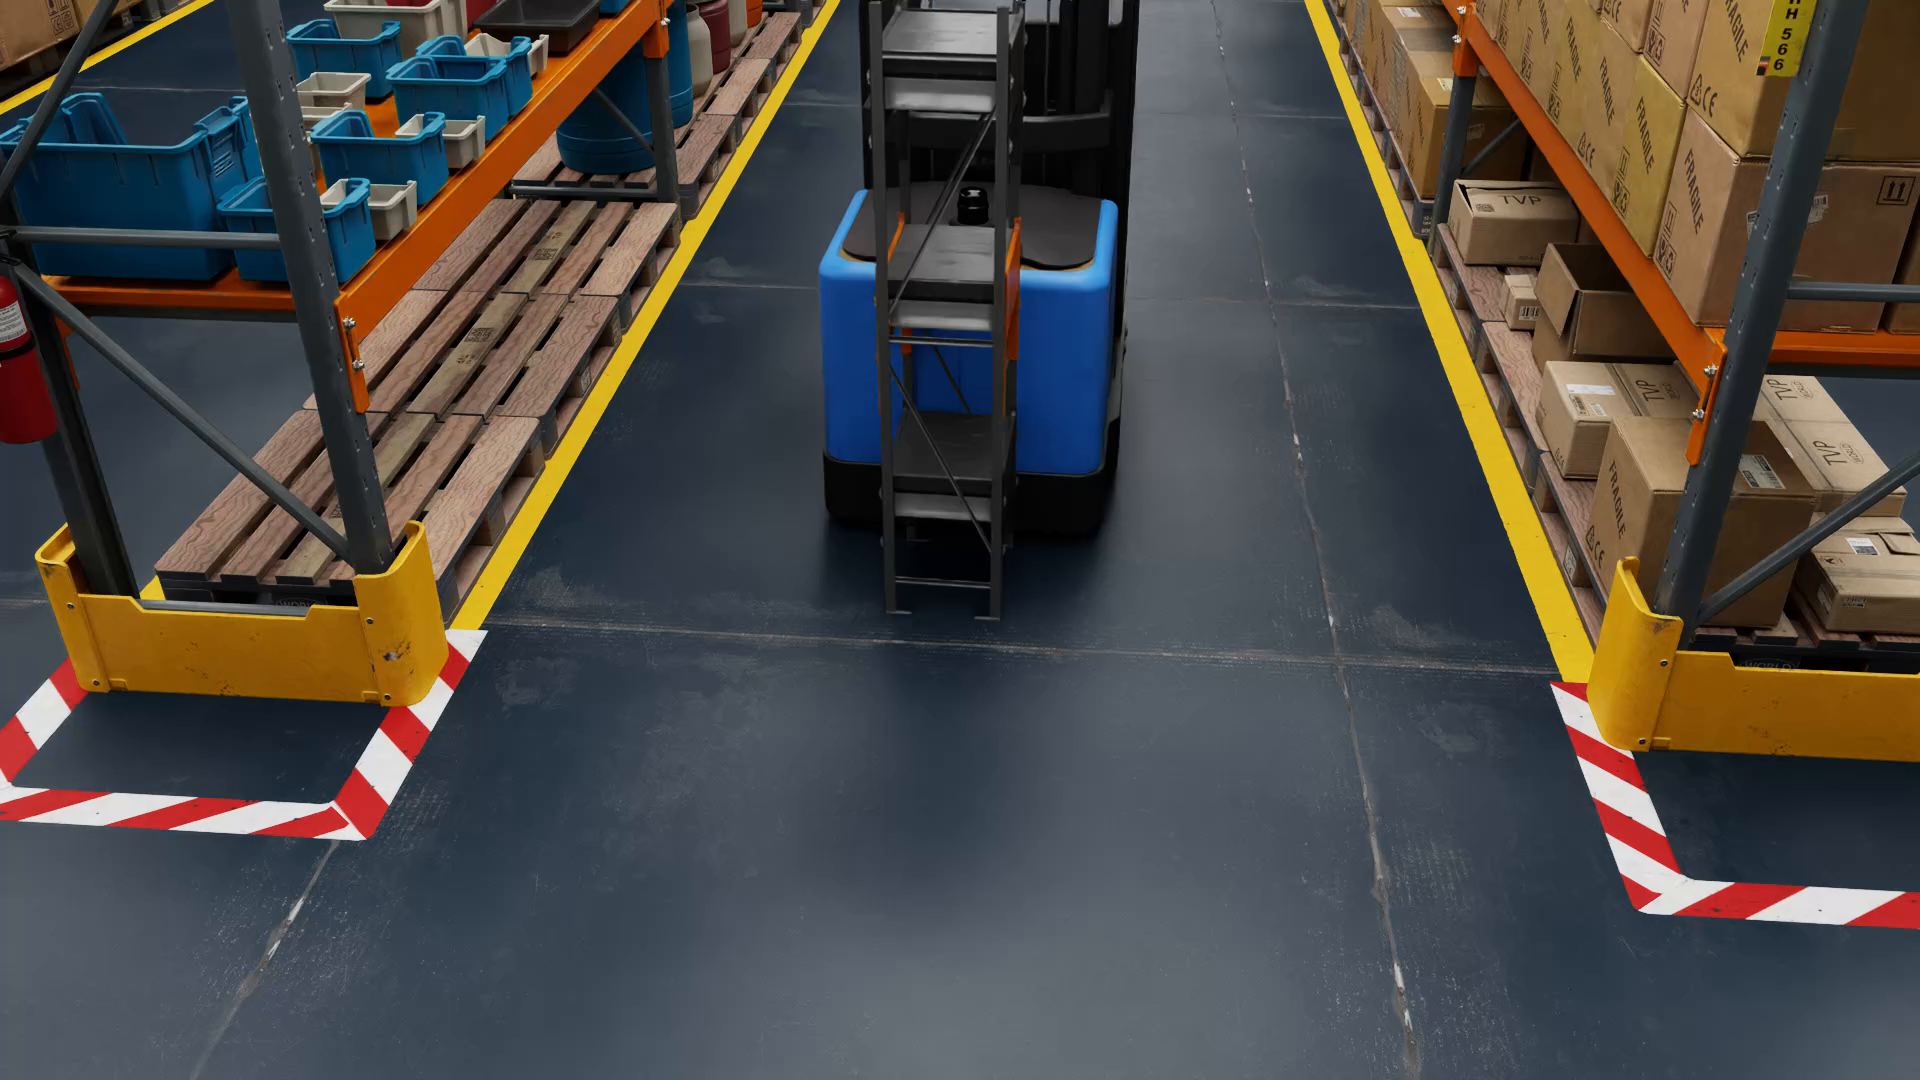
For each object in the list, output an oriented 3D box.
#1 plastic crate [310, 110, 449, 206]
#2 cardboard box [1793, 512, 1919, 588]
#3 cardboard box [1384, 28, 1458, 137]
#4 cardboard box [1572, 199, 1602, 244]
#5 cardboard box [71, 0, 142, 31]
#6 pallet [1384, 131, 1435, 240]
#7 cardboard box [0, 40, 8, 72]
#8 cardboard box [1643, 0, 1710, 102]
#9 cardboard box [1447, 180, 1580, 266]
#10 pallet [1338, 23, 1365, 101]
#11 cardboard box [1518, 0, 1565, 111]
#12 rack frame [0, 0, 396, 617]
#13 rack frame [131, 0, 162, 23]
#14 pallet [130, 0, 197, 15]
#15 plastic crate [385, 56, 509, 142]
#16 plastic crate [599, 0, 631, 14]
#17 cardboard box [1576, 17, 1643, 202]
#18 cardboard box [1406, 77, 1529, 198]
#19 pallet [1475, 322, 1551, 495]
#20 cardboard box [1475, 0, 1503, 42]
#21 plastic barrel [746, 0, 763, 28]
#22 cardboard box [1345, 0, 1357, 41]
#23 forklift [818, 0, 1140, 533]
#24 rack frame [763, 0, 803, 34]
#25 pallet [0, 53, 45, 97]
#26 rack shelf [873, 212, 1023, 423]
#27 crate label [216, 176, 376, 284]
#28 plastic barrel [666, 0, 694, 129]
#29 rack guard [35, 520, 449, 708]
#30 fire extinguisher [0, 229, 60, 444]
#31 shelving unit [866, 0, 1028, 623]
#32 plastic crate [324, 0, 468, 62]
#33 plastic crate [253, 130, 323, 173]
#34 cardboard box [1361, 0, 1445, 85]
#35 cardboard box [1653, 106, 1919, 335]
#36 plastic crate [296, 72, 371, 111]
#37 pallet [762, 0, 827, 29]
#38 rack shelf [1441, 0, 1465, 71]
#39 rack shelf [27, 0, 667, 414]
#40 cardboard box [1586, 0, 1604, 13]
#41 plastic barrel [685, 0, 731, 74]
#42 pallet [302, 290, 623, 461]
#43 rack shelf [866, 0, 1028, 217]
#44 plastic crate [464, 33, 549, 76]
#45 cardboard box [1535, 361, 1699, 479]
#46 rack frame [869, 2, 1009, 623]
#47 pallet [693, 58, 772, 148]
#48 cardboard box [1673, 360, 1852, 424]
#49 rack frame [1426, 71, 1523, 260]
[{"bbox_3d":[-1.925,-1.275,5.562,0.416,0.233,0.300,2,32,4],"label":"plastic crate"},{"bbox_3d":[3.007,0.036,5.614,0.380,0.166,0.250,2,32,4],"label":"cardboard box"},{"bbox_3d":[2.780,-2.653,9.659,0.500,0.500,0.500,3,32,5],"label":"cardboard box"},{"bbox_3d":[3.172,-1.552,7.873,0.500,0.500,0.500,2,32,4],"label":"cardboard box"},{"bbox_3d":[-6.689,-4.170,11.783,1.225,0.875,0.875,1,32,2],"label":"cardboard box"},{"bbox_3d":[2.964,-1.979,9.260,1.003,0.211,1.213,2,32,4],"label":"pallet"},{"bbox_3d":[-6.833,-3.242,10.276,1.225,0.875,0.875,1,32,2],"label":"cardboard box"},{"bbox_3d":[2.413,-1.625,4.979,0.500,0.500,0.500,3,32,5],"label":"cardboard box"},{"bbox_3d":[2.686,-1.572,8.085,0.500,0.311,0.500,2,32,4],"label":"cardboard box"},{"bbox_3d":[3.163,-3.255,11.331,1.003,0.211,1.213,2,32,4],"label":"pallet"},{"bbox_3d":[2.541,-1.998,6.537,0.500,0.500,0.500,2,32,4],"label":"cardboard box"},{"bbox_3d":[-2.327,-0.861,4.789,1.000,3.000,0.127,2,32,4],"label":"rack frame"},{"bbox_3d":[-6.612,-5.256,11.920,1.000,3.000,0.127,2,32,4],"label":"rack frame"},{"bbox_3d":[-6.547,-4.478,13.314,1.003,0.211,1.213,2,32,4],"label":"pallet"},{"bbox_3d":[-1.871,-1.619,6.121,0.416,0.233,0.300,2,32,4],"label":"plastic crate"},{"bbox_3d":[-1.699,-2.713,7.751,0.392,0.384,0.575,2,32,4],"label":"plastic crate"},{"bbox_3d":[2.460,-1.468,5.678,0.500,0.500,0.500,3,32,4],"label":"cardboard box"},{"bbox_3d":[2.690,-2.133,8.815,0.500,0.500,0.500,2,32,4],"label":"cardboard box"},{"bbox_3d":[2.782,-0.553,6.947,1.003,0.211,1.213,2,32,4],"label":"pallet"},{"bbox_3d":[2.623,-2.527,7.396,0.500,0.500,0.500,3,32,5],"label":"cardboard box"},{"bbox_3d":[-1.698,-4.043,11.619,0.600,0.830,0.708,2,32,4],"label":"plastic barrel"},{"bbox_3d":[2.940,-3.728,11.404,0.500,0.500,0.500,4,32,6],"label":"cardboard box"},{"bbox_3d":[0.180,-2.028,6.746,1.130,2.935,3.031,4,32,6],"label":"forklift"},{"bbox_3d":[-1.675,-5.045,11.577,1.000,3.000,0.127,2,32,4],"label":"rack frame"},{"bbox_3d":[-6.853,-3.024,10.955,1.003,0.211,1.213,2,32,4],"label":"pallet"},{"bbox_3d":[-0.030,-0.738,5.472,0.431,0.518,0.480,4,32,6],"label":"rack shelf"},{"bbox_3d":[-1.978,-0.931,5.003,0.416,0.233,0.303,2,32,4],"label":"crate label"},{"bbox_3d":[-1.882,-2.892,9.684,0.600,0.901,0.708,2,32,4],"label":"plastic barrel"},{"bbox_3d":[-2.316,0.216,5.423,1.175,0.500,0.348,2,32,4],"label":"rack guard"},{"bbox_3d":[-2.792,-0.610,4.810,0.296,0.674,0.183,2,32,4],"label":"fire extinguisher"},{"bbox_3d":[-0.030,-0.750,5.465,0.431,2.100,0.503,4,32,6],"label":"shelving unit"},{"bbox_3d":[-2.309,-2.137,6.915,0.437,0.282,0.530,2,32,4],"label":"plastic crate"},{"bbox_3d":[-2.403,-1.360,5.791,0.396,0.136,0.243,2,32,4],"label":"plastic crate"},{"bbox_3d":[2.857,-3.192,10.534,0.500,0.500,0.500,2,32,3],"label":"cardboard box"},{"bbox_3d":[2.375,-0.936,4.815,0.500,0.500,0.500,3,32,5],"label":"cardboard box"},{"bbox_3d":[-2.399,-1.662,6.282,0.298,0.136,0.250,2,32,4],"label":"plastic crate"},{"bbox_3d":[-1.573,-4.261,12.963,1.003,0.211,1.213,2,32,4],"label":"pallet"},{"bbox_3d":[3.099,-3.479,9.722,1.077,0.370,4.000,2,32,4],"label":"rack shelf"},{"bbox_3d":[-2.164,-1.601,6.674,1.077,0.370,4.000,2,32,4],"label":"rack shelf"},{"bbox_3d":[2.492,-2.165,5.855,0.500,0.500,0.500,3,32,6],"label":"cardboard box"},{"bbox_3d":[-1.790,-3.350,10.725,0.600,0.588,0.708,2,32,4],"label":"plastic barrel"},{"bbox_3d":[-2.119,-0.740,7.250,1.003,0.211,1.213,2,32,4],"label":"pallet"},{"bbox_3d":[-0.030,-1.334,5.105,0.431,0.518,0.480,4,32,6],"label":"rack shelf"},{"bbox_3d":[-1.843,-1.943,6.738,0.293,0.136,0.466,2,32,4],"label":"plastic crate"},{"bbox_3d":[2.516,-0.455,6.330,0.500,0.250,0.500,2,32,4],"label":"cardboard box"},{"bbox_3d":[-0.060,-0.623,5.259,0.400,2.100,0.015,4,32,6],"label":"rack frame"},{"bbox_3d":[-1.800,-2.807,10.604,1.003,0.211,1.213,2,32,4],"label":"pallet"},{"bbox_3d":[3.019,-0.460,6.338,0.500,0.250,0.500,2,32,4],"label":"cardboard box"},{"bbox_3d":[2.936,-2.739,7.836,1.000,3.000,0.127,2,32,4],"label":"rack frame"}]
